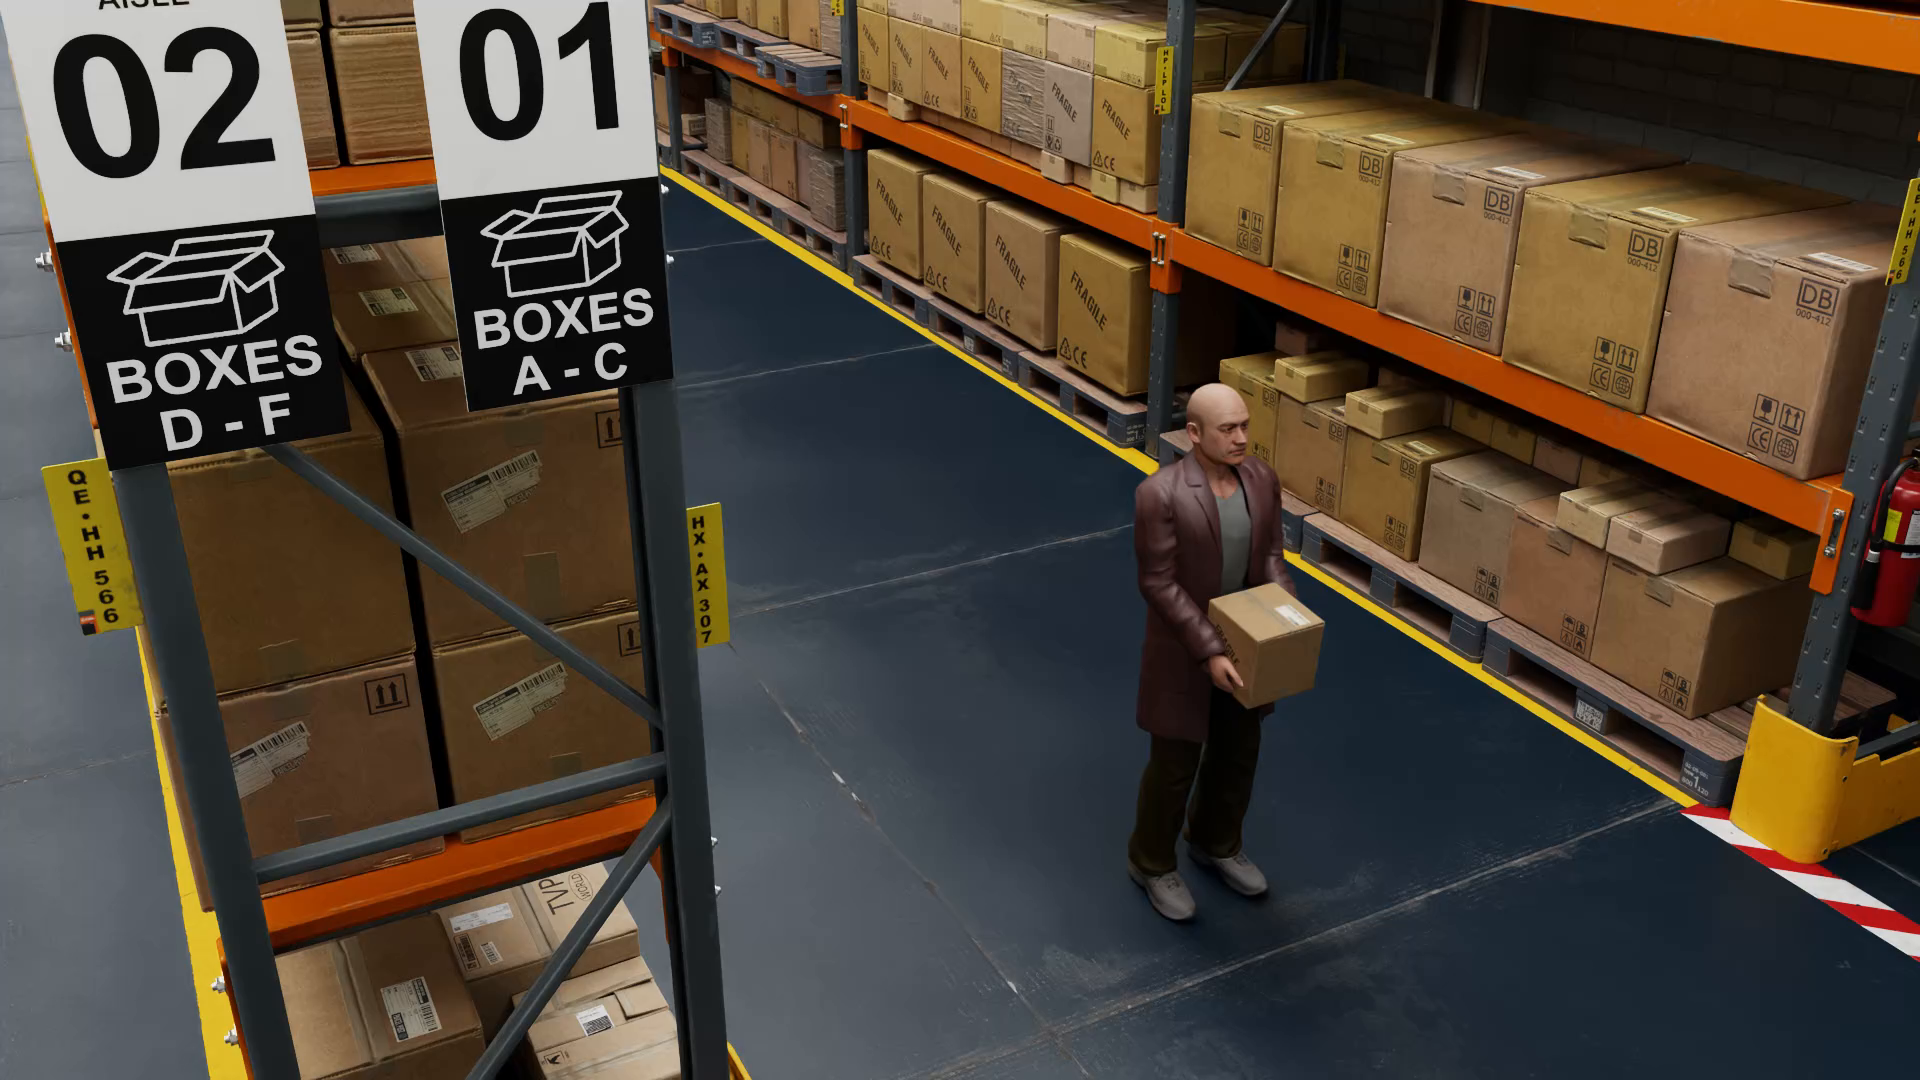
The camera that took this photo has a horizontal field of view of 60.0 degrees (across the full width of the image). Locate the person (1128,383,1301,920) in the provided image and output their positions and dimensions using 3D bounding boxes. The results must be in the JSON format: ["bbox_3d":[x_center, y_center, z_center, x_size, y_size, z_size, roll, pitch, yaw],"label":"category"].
[{"bbox_3d":[0.840,0.394,5.282,0.542,1.779,0.541,-13,28,-25],"label":"person"}]
